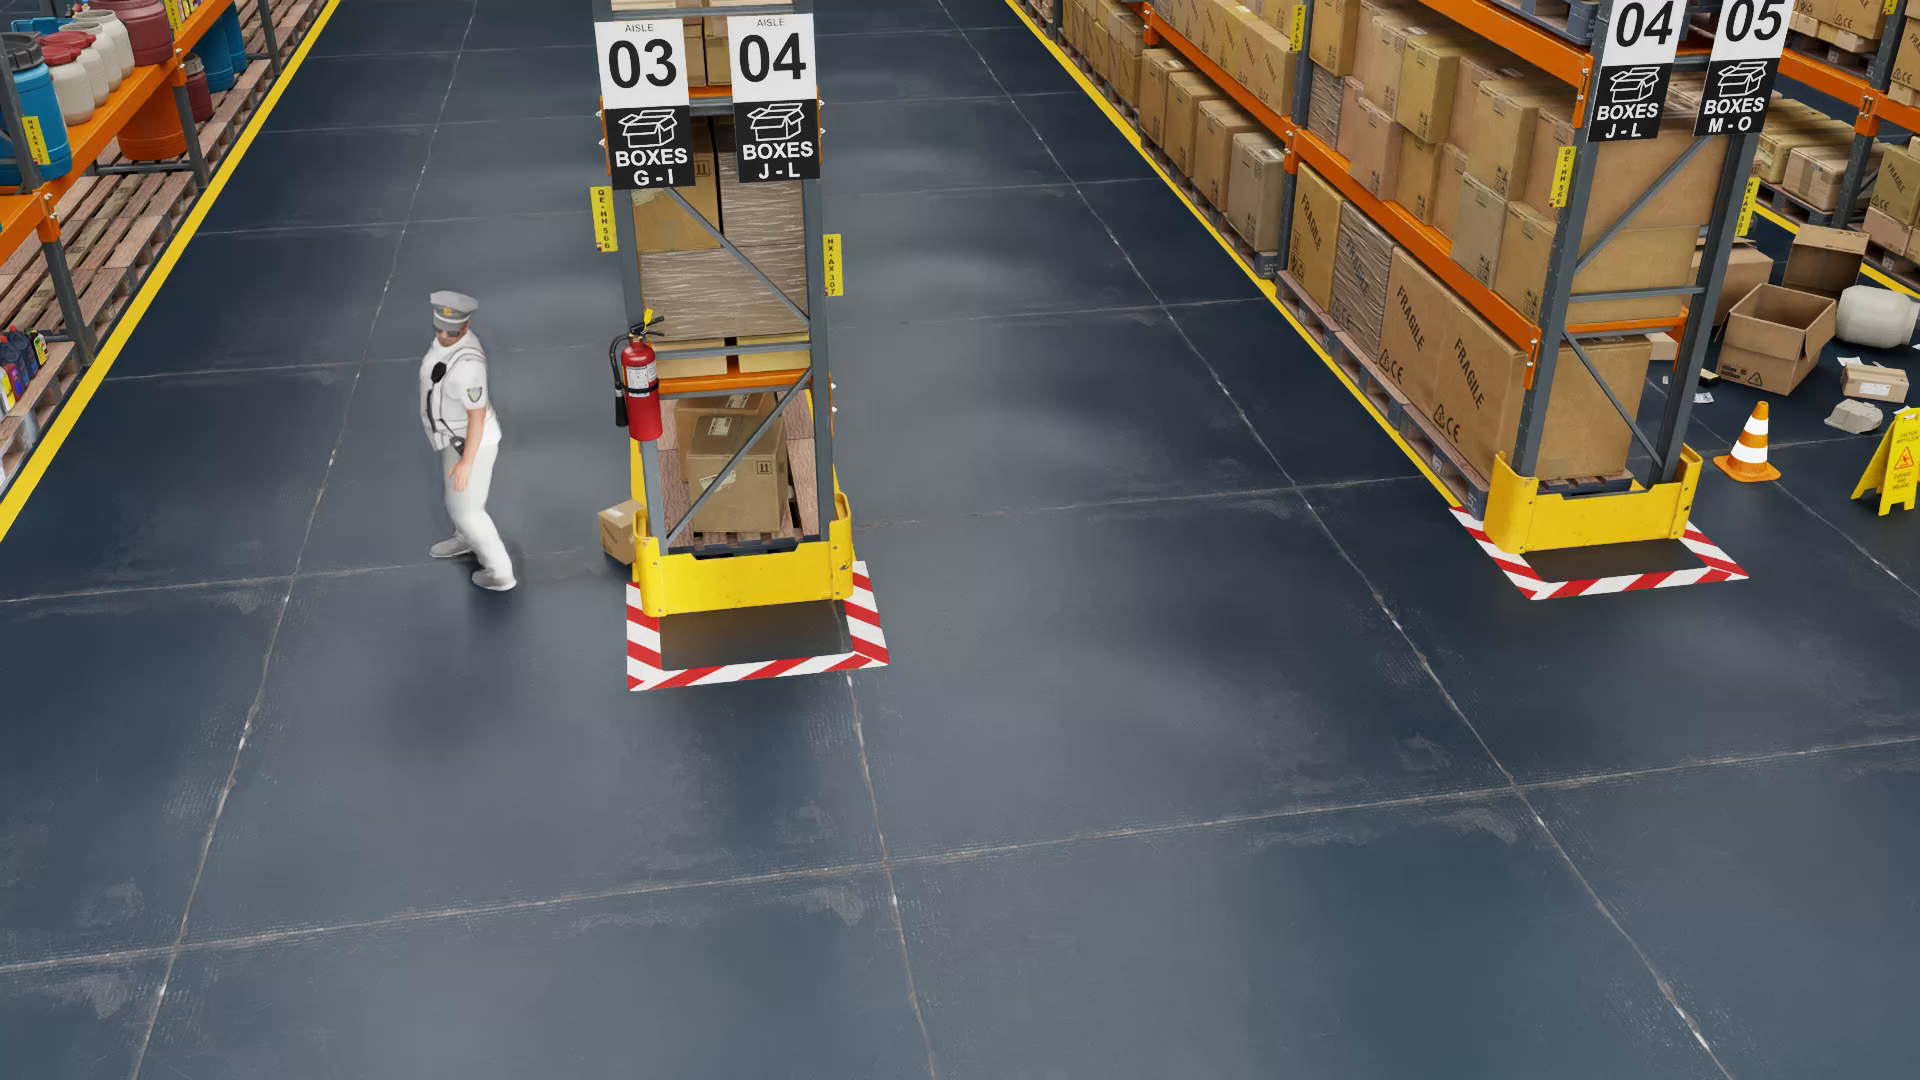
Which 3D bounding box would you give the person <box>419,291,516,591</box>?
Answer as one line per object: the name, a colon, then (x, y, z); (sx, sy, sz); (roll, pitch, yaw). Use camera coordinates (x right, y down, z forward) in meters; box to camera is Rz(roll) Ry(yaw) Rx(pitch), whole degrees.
person: (-2.767, -0.549, 9.107); (0.487, 1.766, 0.693); (-10, 32, -17)
